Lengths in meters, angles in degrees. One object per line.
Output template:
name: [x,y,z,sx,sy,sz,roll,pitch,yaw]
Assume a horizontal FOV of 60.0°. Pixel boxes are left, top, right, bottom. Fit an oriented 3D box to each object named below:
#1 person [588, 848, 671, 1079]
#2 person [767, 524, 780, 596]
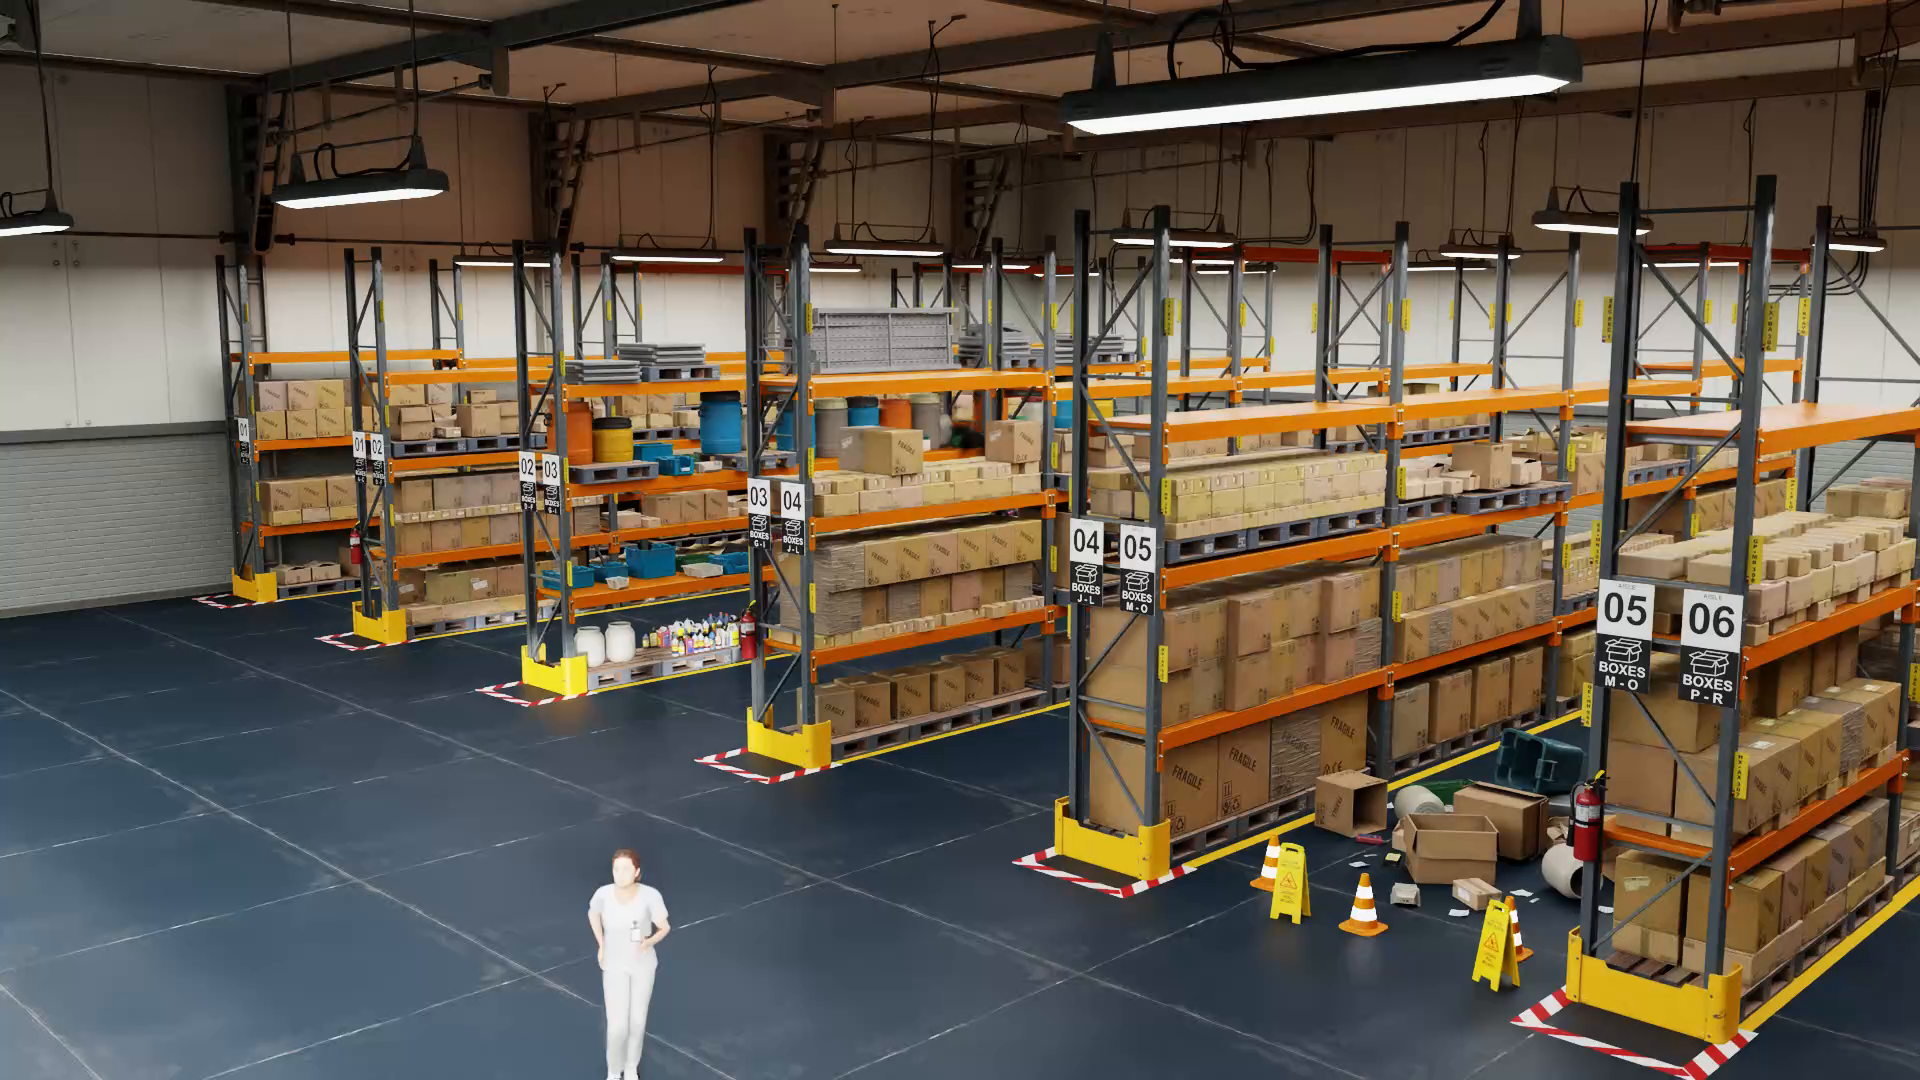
person: [-2.158,2.827,10.865,0.540,1.674,0.669,-1,8,-8]
person: [-3.162,0.141,27.479,0.580,1.713,0.849,5,9,30]
